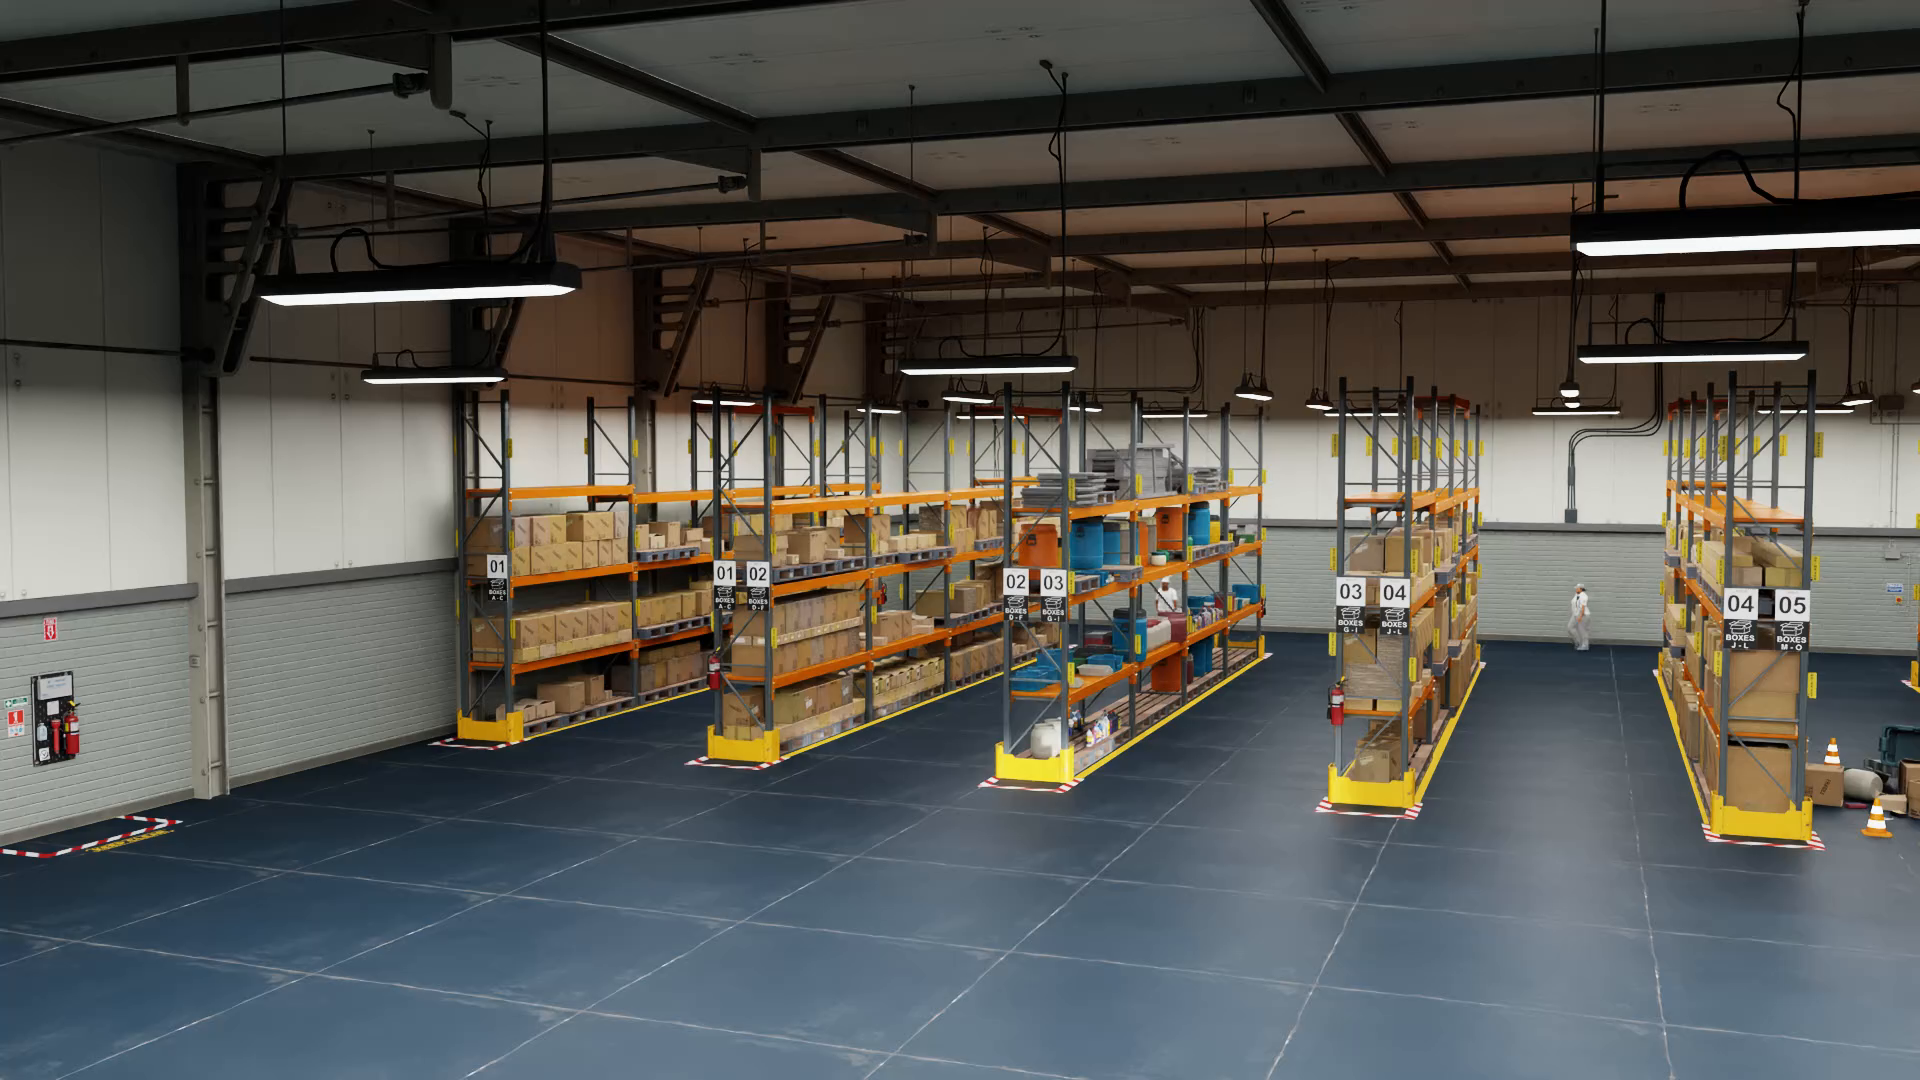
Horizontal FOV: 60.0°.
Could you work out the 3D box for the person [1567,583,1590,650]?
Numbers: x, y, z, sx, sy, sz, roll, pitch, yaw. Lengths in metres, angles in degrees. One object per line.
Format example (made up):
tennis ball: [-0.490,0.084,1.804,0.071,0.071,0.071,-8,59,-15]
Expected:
person: [15.324,1.912,41.154,0.465,1.700,0.507,0,3,-3]

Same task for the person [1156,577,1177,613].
person: [5.234,1.803,42.327,0.591,1.710,1.081,1,3,18]
